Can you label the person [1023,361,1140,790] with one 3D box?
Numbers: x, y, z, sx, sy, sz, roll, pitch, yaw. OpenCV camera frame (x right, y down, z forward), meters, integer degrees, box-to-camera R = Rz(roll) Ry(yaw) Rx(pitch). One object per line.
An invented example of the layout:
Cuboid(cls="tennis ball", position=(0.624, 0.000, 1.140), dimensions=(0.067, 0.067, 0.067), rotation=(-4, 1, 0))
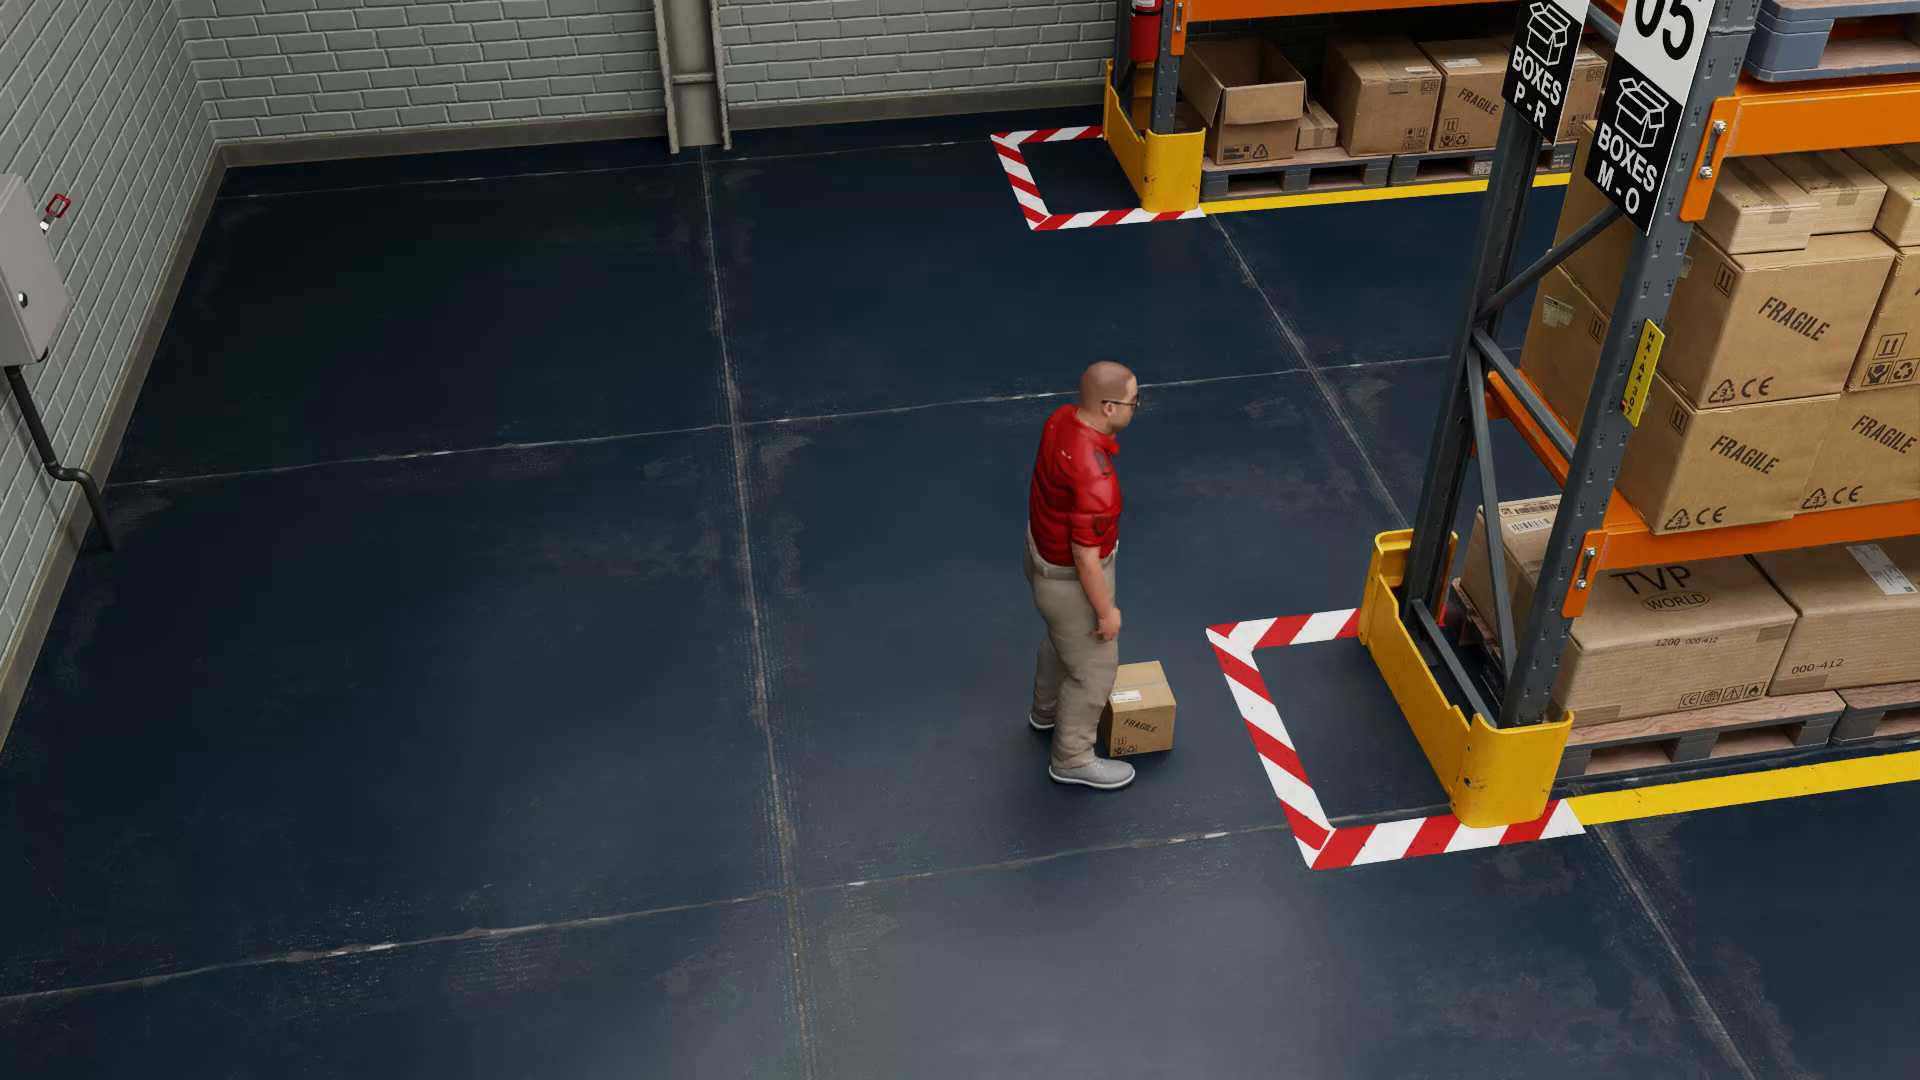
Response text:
Cuboid(cls="person", position=(0.439, 0.114, 6.019), dimensions=(0.392, 1.727, 0.585), rotation=(-6, 39, -8))
